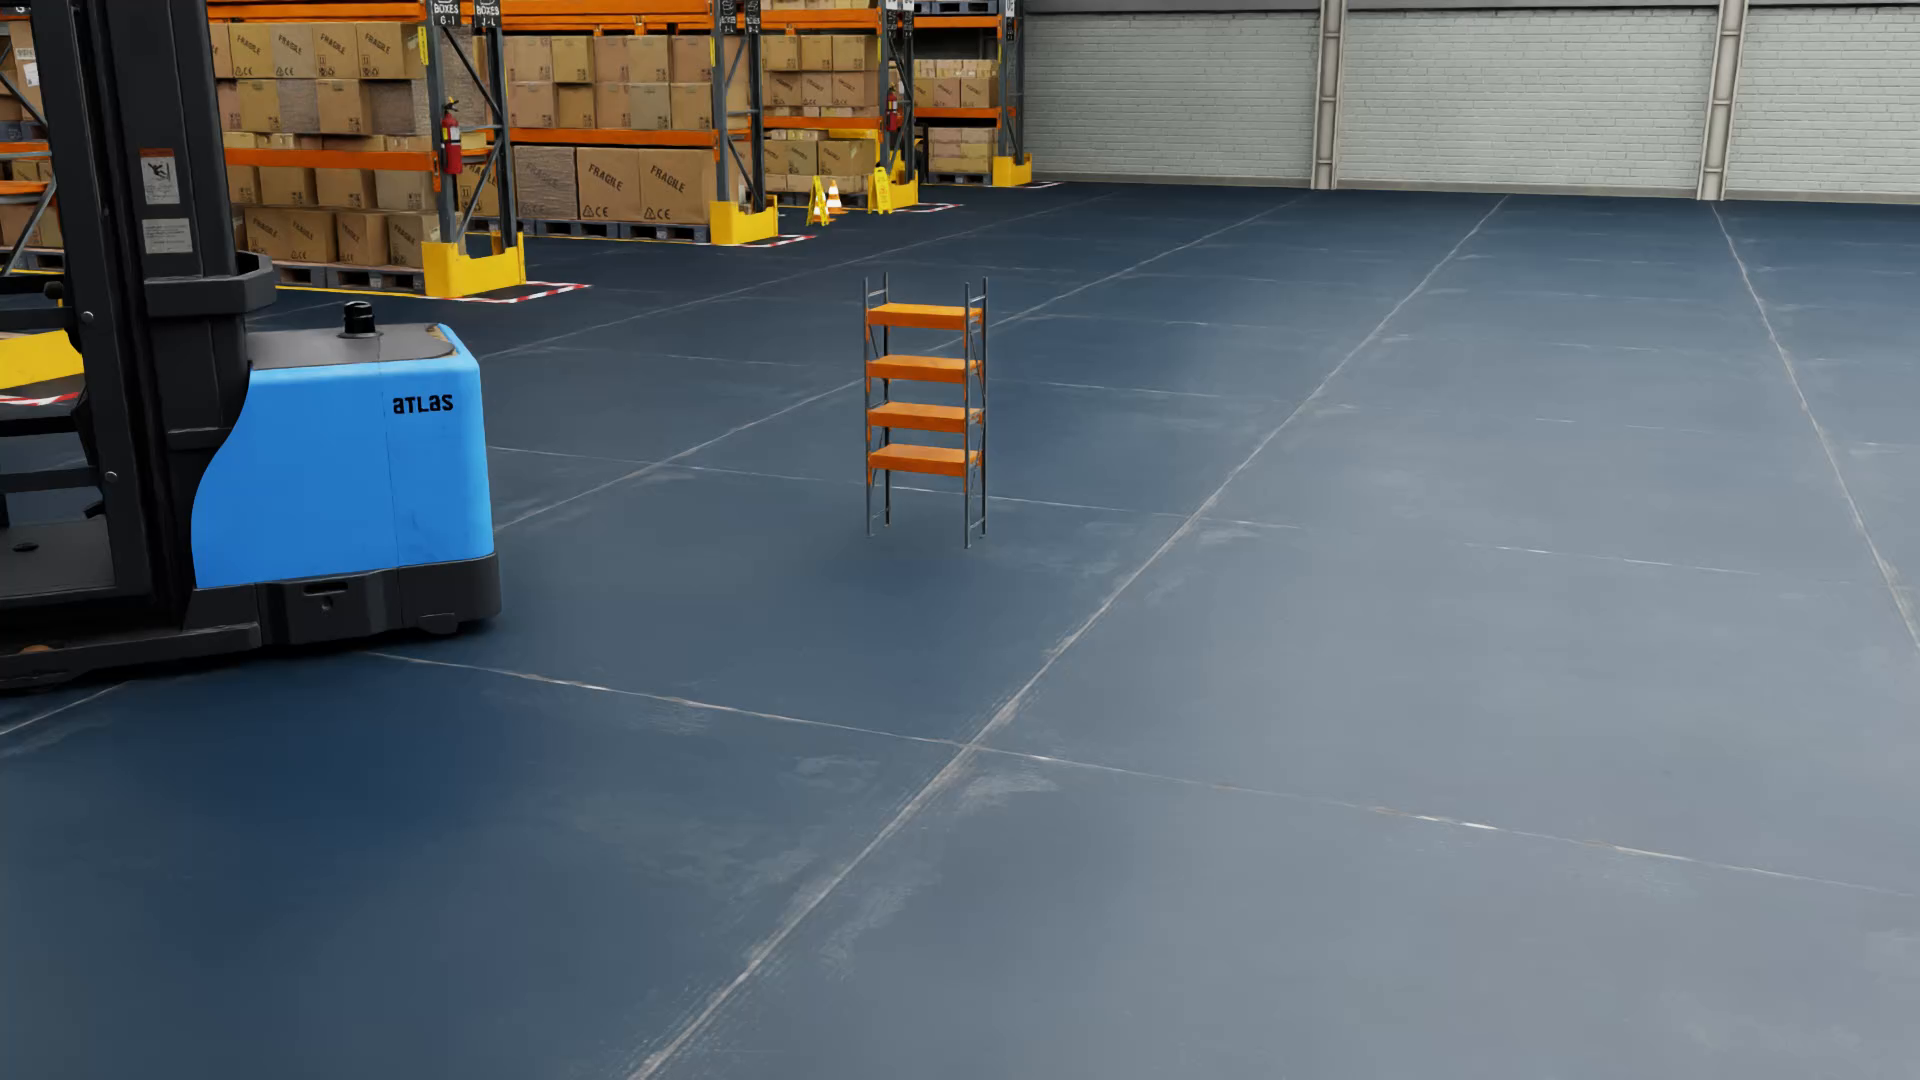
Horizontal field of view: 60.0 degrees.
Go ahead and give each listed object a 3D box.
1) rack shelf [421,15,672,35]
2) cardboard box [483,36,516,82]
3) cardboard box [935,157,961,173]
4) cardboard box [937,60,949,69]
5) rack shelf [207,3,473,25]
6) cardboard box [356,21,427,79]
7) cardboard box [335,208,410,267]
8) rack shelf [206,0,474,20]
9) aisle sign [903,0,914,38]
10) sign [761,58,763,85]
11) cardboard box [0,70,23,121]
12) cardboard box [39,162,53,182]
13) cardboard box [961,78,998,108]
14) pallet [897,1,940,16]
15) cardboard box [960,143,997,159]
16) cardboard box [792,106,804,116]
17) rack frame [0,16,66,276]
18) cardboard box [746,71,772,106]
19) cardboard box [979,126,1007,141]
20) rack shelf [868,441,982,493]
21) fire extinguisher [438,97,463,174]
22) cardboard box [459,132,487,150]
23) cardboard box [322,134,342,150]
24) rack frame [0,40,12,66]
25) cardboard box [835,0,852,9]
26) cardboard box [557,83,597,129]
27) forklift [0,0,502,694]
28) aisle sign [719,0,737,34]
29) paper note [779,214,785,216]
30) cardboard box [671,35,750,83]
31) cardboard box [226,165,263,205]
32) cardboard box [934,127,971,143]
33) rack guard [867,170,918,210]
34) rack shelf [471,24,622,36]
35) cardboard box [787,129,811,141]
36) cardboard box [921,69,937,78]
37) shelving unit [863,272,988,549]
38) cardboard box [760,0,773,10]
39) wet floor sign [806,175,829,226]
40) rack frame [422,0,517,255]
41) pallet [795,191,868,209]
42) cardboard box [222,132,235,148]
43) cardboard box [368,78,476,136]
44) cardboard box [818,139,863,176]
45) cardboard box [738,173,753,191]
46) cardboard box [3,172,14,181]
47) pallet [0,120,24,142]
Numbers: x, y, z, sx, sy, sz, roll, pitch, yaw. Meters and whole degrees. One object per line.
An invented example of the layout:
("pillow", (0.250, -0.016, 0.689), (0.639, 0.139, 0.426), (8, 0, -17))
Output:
("rack shelf", (-6.506, -8.117, 26.162), (4.000, 0.370, 1.077), (6, 17, 21))
("cardboard box", (-5.483, -6.041, 20.895), (0.550, 0.550, 0.875), (6, 17, 21))
("cardboard box", (-0.119, -6.596, 29.193), (0.500, 0.250, 0.500), (6, 17, 21))
("cardboard box", (-0.216, -8.262, 28.875), (0.250, 0.149, 0.380), (6, 17, 21))
("rack shelf", (-8.228, -6.822, 21.704), (4.000, 0.370, 1.077), (6, 17, 21))
("cardboard box", (-5.163, -4.501, 15.290), (0.500, 0.500, 0.500), (6, 17, 21))
("cardboard box", (-5.704, -2.959, 16.217), (0.500, 0.500, 0.500), (12, 20, 35))
("rack shelf", (-6.421, -5.137, 15.899), (4.000, 0.370, 1.077), (6, 17, 21))
("aisle sign", (-0.753, -7.730, 24.258), (0.004, 0.787, 0.394), (6, 17, 21))
("sign", (-2.438, -5.711, 20.270), (0.005, 0.325, 0.100), (6, 17, 21))
("cardboard box", (-9.928, -4.651, 17.377), (0.637, 0.503, 0.797), (8, 18, 26))
("cardboard box", (-12.727, -5.144, 23.744), (0.500, 0.500, 0.500), (7, 18, 23))
("cardboard box", (0.339, -7.726, 28.726), (0.500, 0.500, 0.500), (6, 17, 19))
("pallet", (-0.894, -9.297, 29.096), (1.213, 0.211, 1.003), (6, 17, 21))
("cardboard box", (0.326, -6.785, 28.949), (0.500, 0.250, 0.500), (6, 17, 20))
("cardboard box", (-2.295, -6.380, 24.720), (0.250, 0.149, 0.380), (7, 17, 21))
("rack frame", (-6.378, -2.553, 11.087), (0.127, 3.000, 1.000), (6, 17, 21))
("cardboard box", (-2.923, -6.744, 24.811), (0.500, 0.500, 0.500), (6, 17, 21))
("cardboard box", (0.516, -7.155, 29.325), (0.500, 0.250, 0.500), (6, 17, 20))
("rack shelf", (-0.154, -0.338, 7.639), (0.480, 0.148, 0.258), (6, 17, 21))
("fire extinguisher", (-4.623, -3.669, 15.071), (0.183, 0.674, 0.296), (6, 17, 21))
("cardboard box", (-4.738, -3.808, 15.861), (0.250, 0.149, 0.380), (6, 17, 21))
("cardboard box", (-5.830, -3.796, 15.821), (0.250, 0.149, 0.380), (6, 17, 21))
("rack frame", (-13.810, -6.341, 24.136), (0.127, 3.000, 1.000), (6, 17, 21))
("cardboard box", (-1.603, -7.709, 23.917), (0.250, 0.149, 0.380), (6, 17, 21))
("cardboard box", (-4.511, -5.396, 20.611), (0.500, 0.550, 0.875), (6, 17, 21))
("forklift", (-3.348, -1.016, 5.916), (3.031, 2.935, 1.130), (-7, 17, -22))
("aisle sign", (-2.691, -6.277, 19.252), (0.004, 0.787, 0.394), (6, 17, 21))
("paper note", (-2.534, -4.562, 23.334), (0.142, 0.019, 0.148), (0, 16, 1))
("cardboard box", (-2.978, -5.752, 19.902), (0.550, 0.550, 0.875), (6, 17, 21))
("cardboard box", (-9.555, -4.968, 22.687), (0.750, 0.750, 1.050), (6, 17, 20))
("cardboard box", (-0.127, -7.074, 29.045), (0.500, 0.250, 0.500), (7, 17, 22))
("rack guard", (-0.995, -5.215, 24.741), (0.348, 0.500, 1.175), (6, 17, 21))
("rack shelf", (-8.409, -9.813, 32.007), (4.000, 0.370, 1.077), (6, 17, 21))
("cardboard box", (-2.364, -6.022, 24.705), (0.250, 0.149, 0.380), (7, 17, 22))
("cardboard box", (-0.492, -8.122, 28.928), (0.250, 0.149, 0.380), (6, 17, 19))
("shelving unit", (-0.154, -0.593, 7.565), (0.503, 1.200, 0.258), (6, 17, 21))
("cardboard box", (-2.804, -7.837, 24.360), (0.250, 0.149, 0.380), (6, 17, 20))
("wet floor sign", (-1.893, -4.494, 21.995), (0.232, 0.644, 0.267), (3, 17, 11))
("rack frame", (-4.561, -3.838, 15.512), (0.127, 3.000, 1.000), (6, 17, 21))
("pallet", (-1.738, -5.169, 25.099), (1.213, 0.211, 1.003), (6, 17, 21))
("cardboard box", (-7.020, -3.905, 16.194), (0.250, 0.149, 0.380), (6, 17, 21))
("cardboard box", (-5.062, -4.092, 15.675), (0.500, 0.500, 0.875), (6, 17, 21))
("cardboard box", (-1.766, -5.663, 24.635), (0.500, 0.500, 0.500), (6, 17, 21))
("cardboard box", (-3.201, -5.462, 25.288), (0.500, 0.250, 0.500), (6, 17, 20))
("cardboard box", (-14.030, -5.437, 24.847), (0.250, 0.149, 0.380), (7, 18, 23))
("pallet", (-10.146, -4.372, 17.697), (1.213, 0.211, 1.003), (6, 17, 21))
